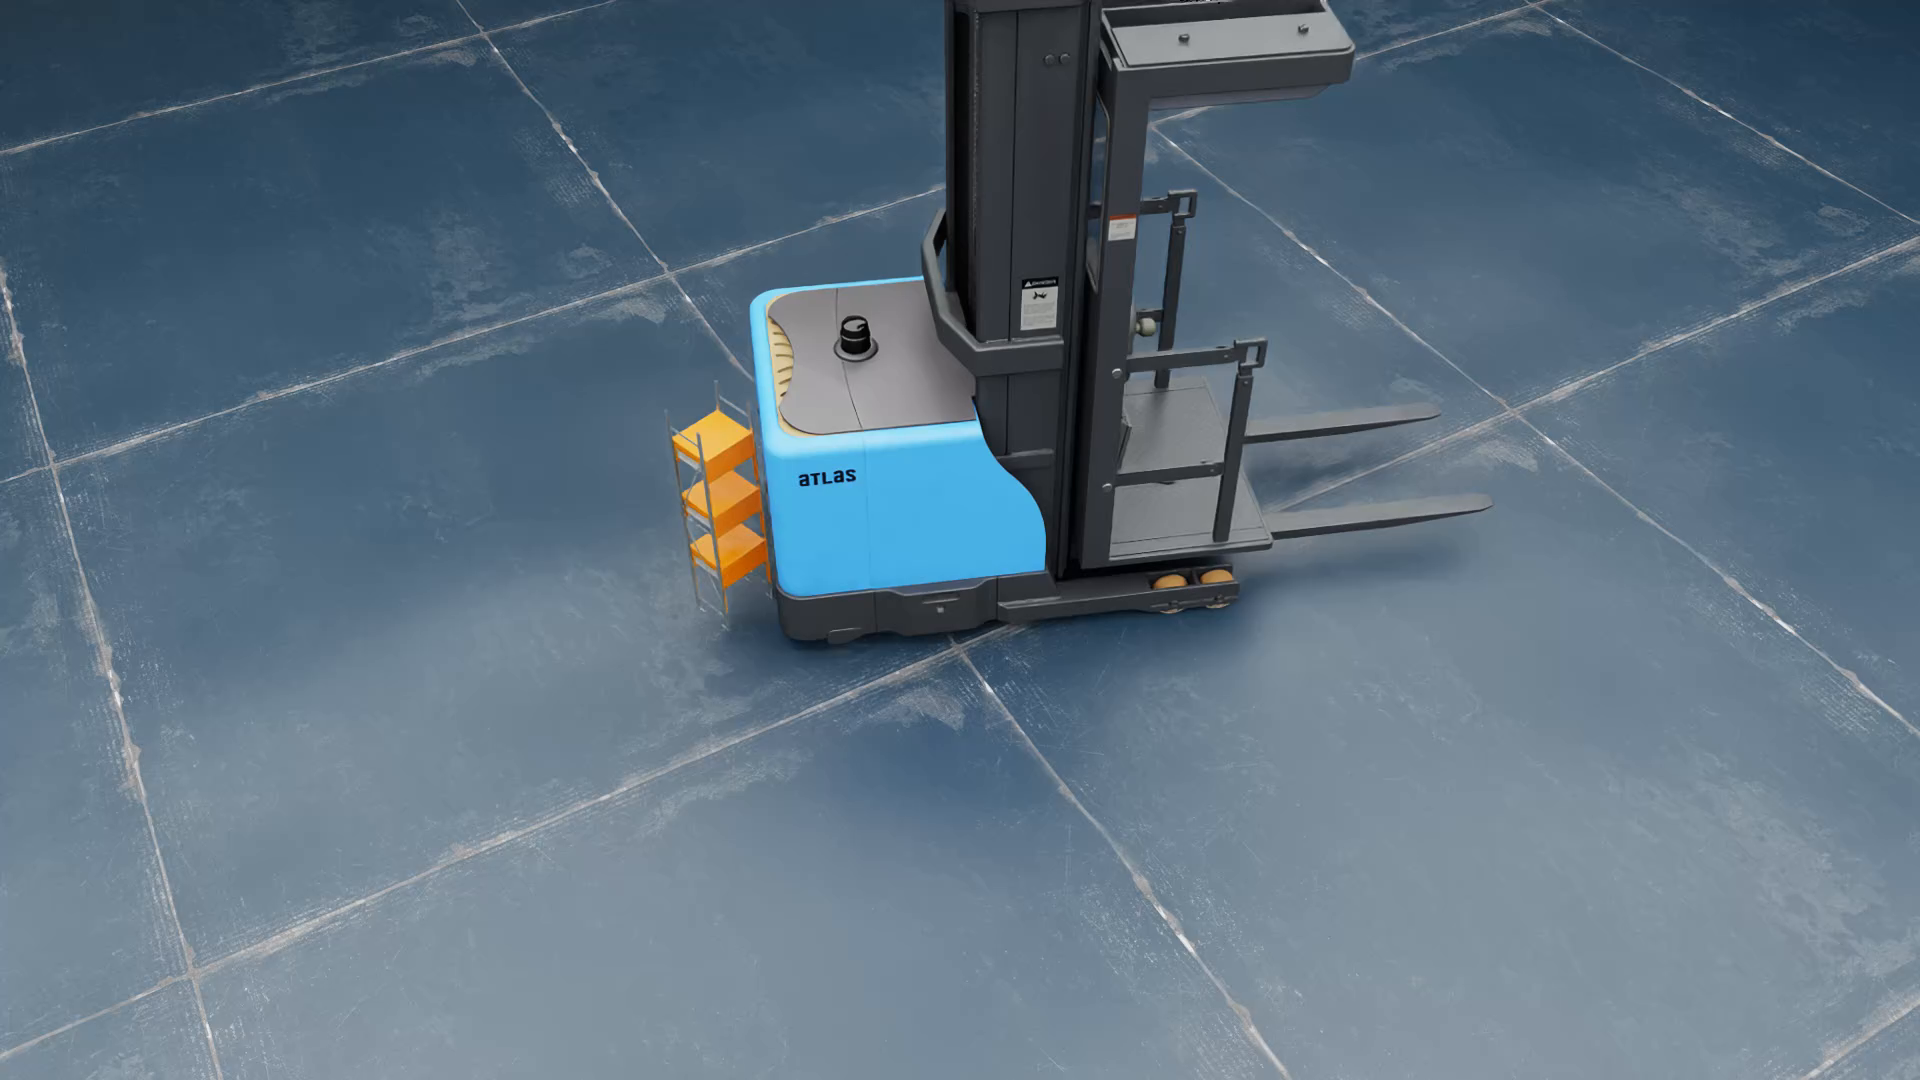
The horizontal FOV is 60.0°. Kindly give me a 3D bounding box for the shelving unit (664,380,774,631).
[{"bbox_3d":[-0.936,-0.117,6.544,0.215,1.050,0.252,33,53,30],"label":"shelving unit"}]

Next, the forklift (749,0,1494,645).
[{"bbox_3d":[0.706,-1.108,6.216,3.031,2.935,1.130,-6,44,-6],"label":"forklift"}]

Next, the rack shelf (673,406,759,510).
[{"bbox_3d":[-0.938,-0.314,6.355,0.215,0.259,0.240,33,53,30],"label":"rack shelf"}]

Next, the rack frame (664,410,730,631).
[{"bbox_3d":[-1.019,-0.055,6.481,0.200,1.050,0.008,33,53,30],"label":"rack frame"}]

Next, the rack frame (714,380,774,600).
[{"bbox_3d":[-0.852,-0.179,6.608,0.200,1.050,0.008,33,53,30],"label":"rack frame"}]

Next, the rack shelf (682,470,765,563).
[{"bbox_3d":[-0.936,-0.109,6.552,0.215,0.259,0.240,33,53,30],"label":"rack shelf"}]

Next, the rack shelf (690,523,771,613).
[{"bbox_3d":[-0.934,0.092,6.744,0.215,0.259,0.240,33,53,30],"label":"rack shelf"}]
